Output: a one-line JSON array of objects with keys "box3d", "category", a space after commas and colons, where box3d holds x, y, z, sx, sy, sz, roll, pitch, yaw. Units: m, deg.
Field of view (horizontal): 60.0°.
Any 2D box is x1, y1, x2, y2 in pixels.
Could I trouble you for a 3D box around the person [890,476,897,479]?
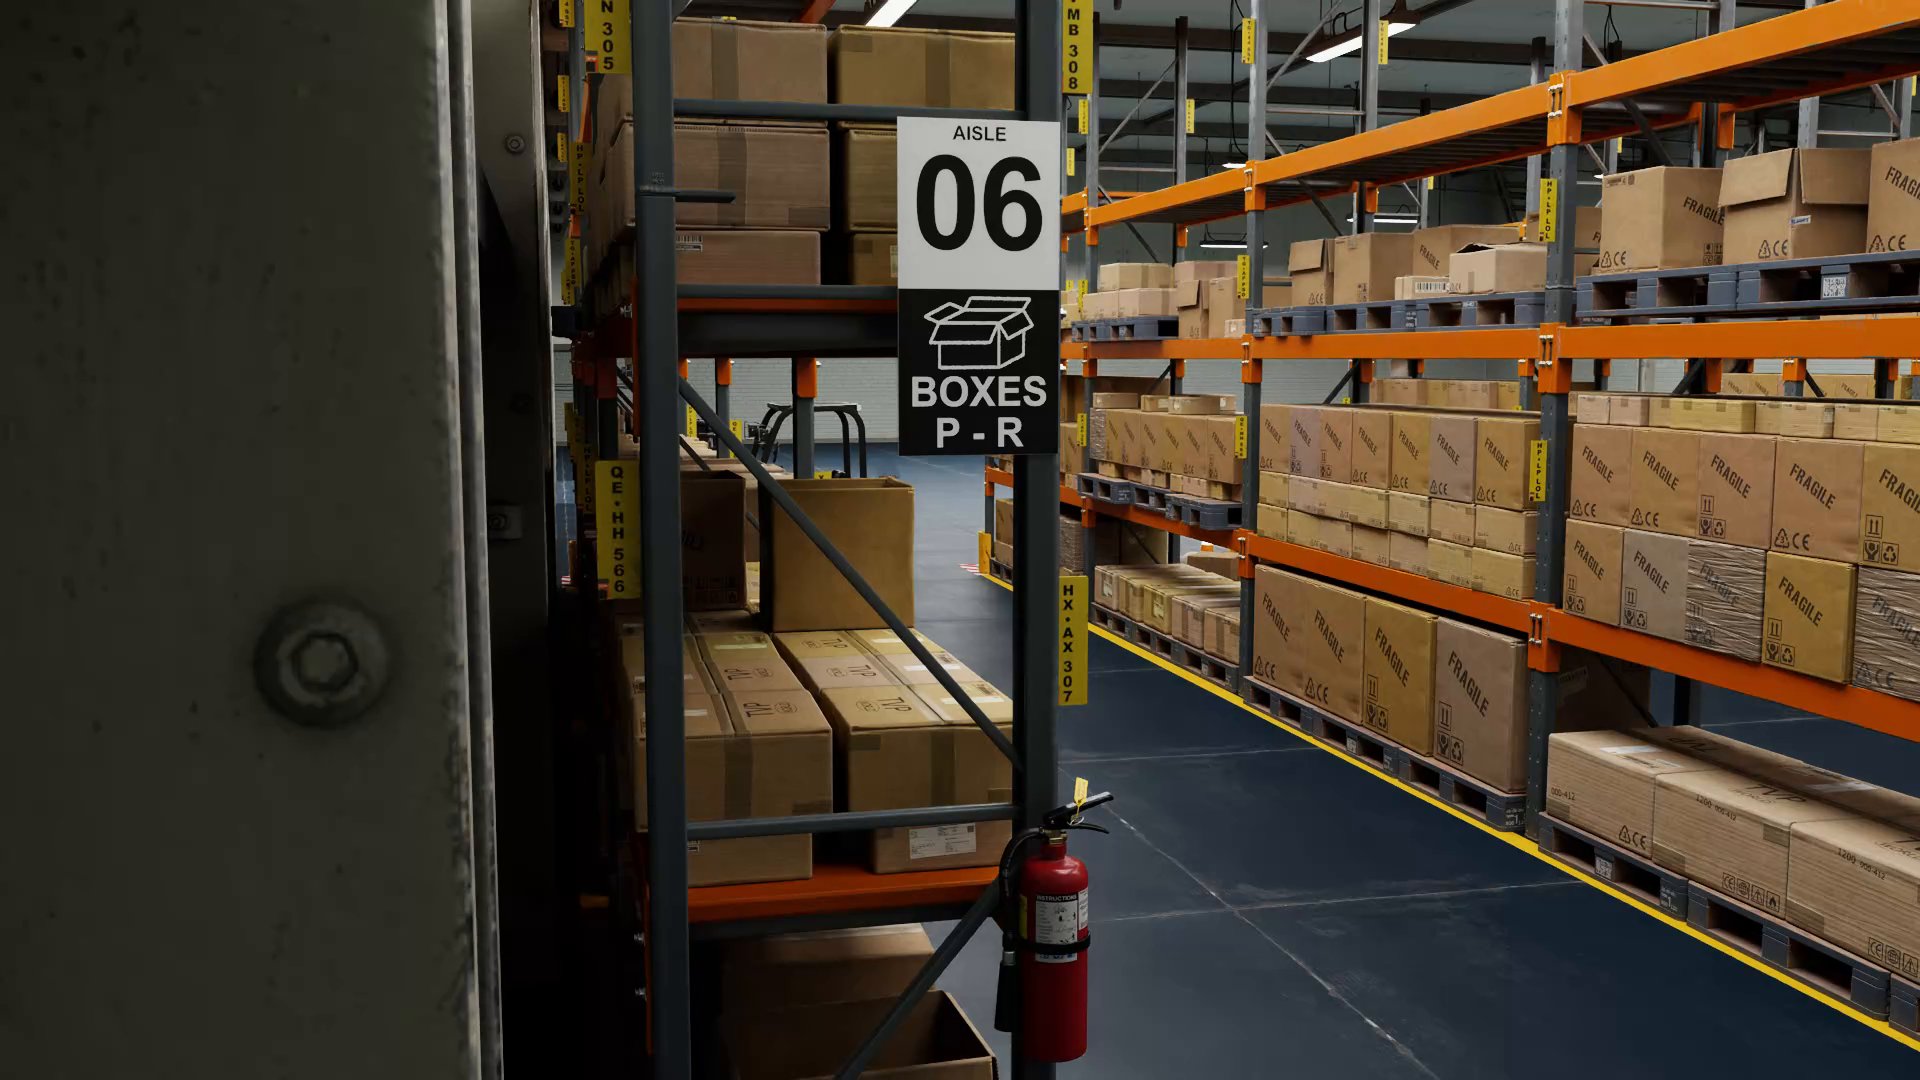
[{"box3d": [-0.672, 0.163, 15.743, 0.478, 1.556, 0.489, -1, 6, -13], "category": "person"}]
